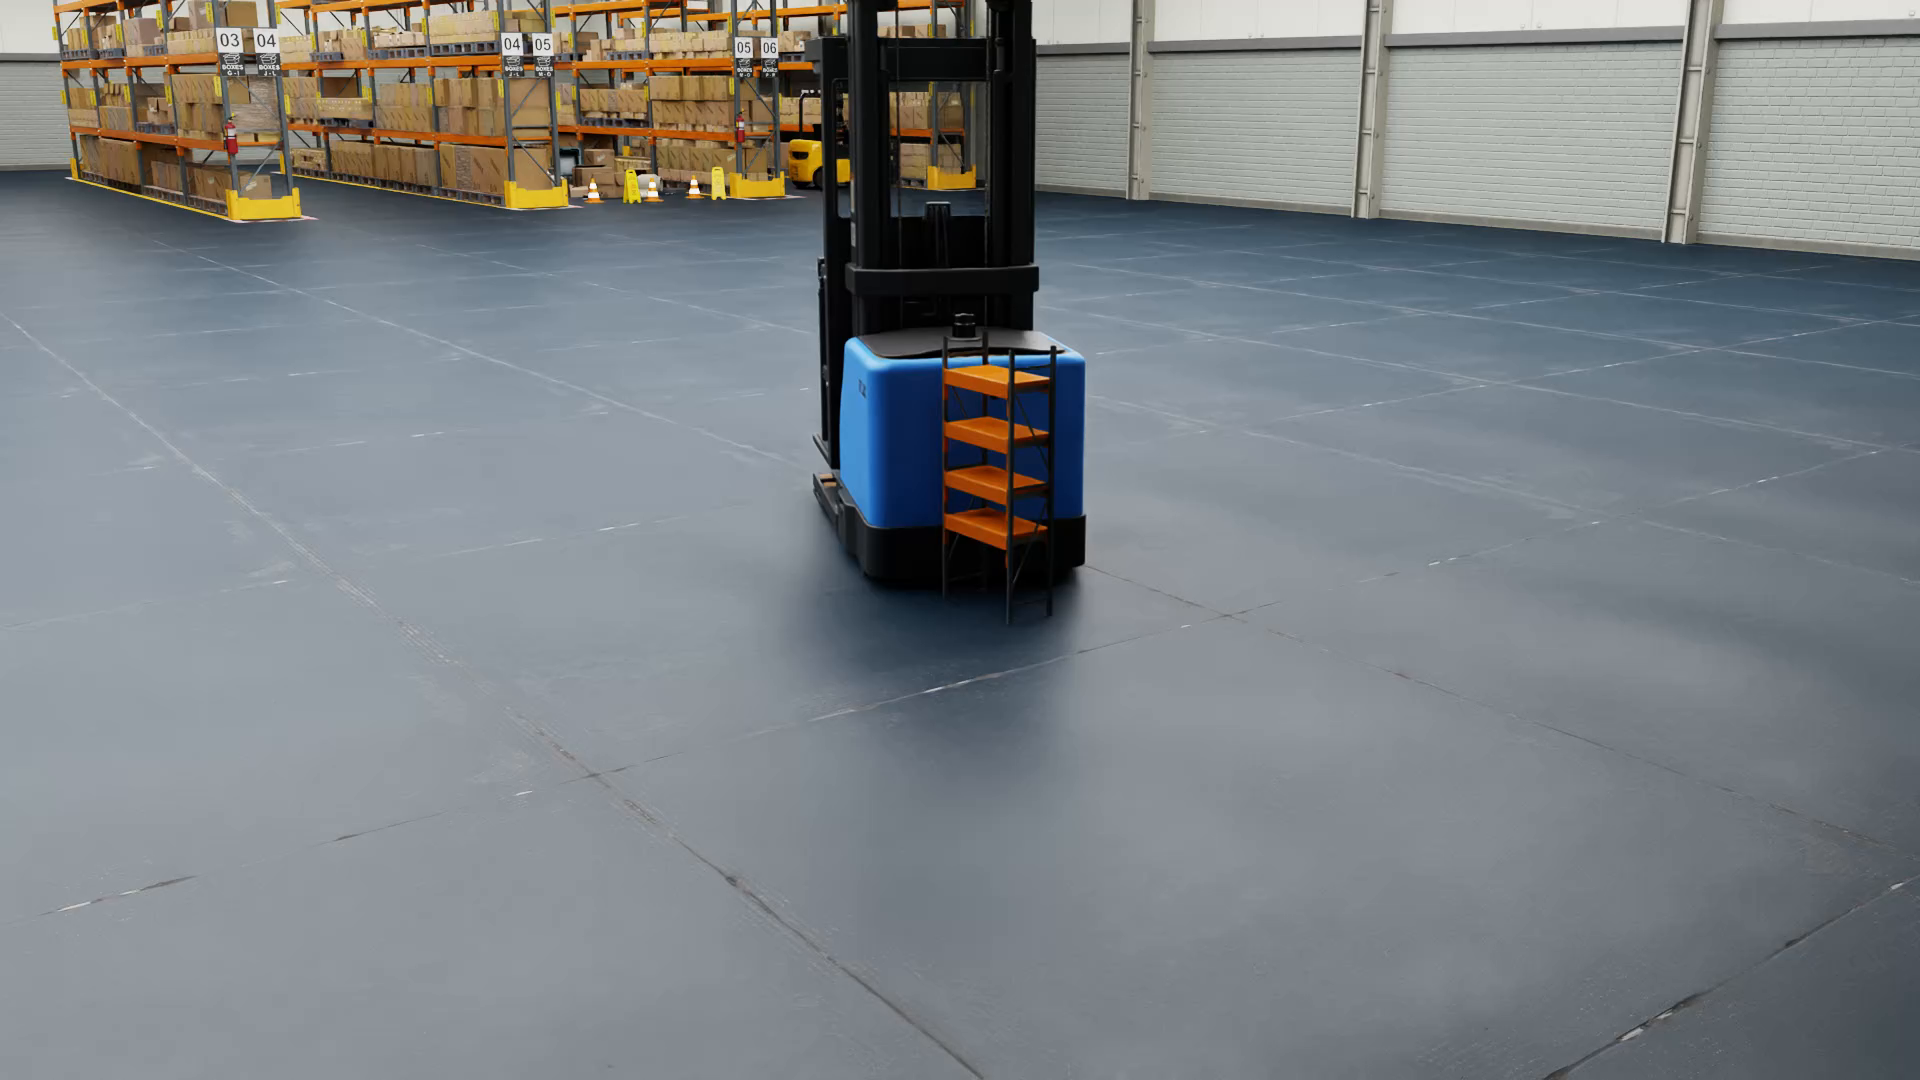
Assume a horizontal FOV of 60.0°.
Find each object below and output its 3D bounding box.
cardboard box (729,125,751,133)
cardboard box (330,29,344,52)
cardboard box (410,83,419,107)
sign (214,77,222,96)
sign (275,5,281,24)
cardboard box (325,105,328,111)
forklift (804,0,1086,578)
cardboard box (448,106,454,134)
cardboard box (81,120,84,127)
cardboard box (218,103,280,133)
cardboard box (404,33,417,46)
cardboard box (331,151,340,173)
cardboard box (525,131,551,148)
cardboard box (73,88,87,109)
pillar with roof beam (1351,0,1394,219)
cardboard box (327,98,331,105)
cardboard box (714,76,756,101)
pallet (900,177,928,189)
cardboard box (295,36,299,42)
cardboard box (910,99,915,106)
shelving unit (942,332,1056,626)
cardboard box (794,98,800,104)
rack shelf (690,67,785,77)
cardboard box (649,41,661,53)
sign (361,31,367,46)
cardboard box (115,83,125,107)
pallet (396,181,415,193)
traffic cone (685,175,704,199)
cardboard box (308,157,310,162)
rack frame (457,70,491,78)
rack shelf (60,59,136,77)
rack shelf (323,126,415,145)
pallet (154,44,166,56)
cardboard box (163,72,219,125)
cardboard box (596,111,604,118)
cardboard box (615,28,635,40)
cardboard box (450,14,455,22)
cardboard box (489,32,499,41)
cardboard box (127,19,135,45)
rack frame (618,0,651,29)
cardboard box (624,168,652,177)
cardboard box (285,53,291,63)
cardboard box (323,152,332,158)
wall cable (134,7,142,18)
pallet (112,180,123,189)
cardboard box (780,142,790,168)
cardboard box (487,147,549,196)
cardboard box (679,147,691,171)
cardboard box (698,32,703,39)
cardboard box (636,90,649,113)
[{"bbox_3d":[-4.603,-8.587,34.743,0.380,0.149,0.250,-10,18,-33],"label":"cardboard box"},{"bbox_3d":[-14.409,-11.783,39.271,0.797,0.503,0.637,-11,19,-35],"label":"cardboard box"},{"bbox_3d":[-11.405,-9.579,35.808,0.700,0.500,0.500,-11,19,-34],"label":"cardboard box"},{"bbox_3d":[-12.687,-7.752,28.426,0.100,0.325,0.005,-11,19,-35],"label":"sign"},{"bbox_3d":[-11.788,-9.076,28.716,0.100,0.325,0.005,-11,19,-35],"label":"sign"},{"bbox_3d":[-15.045,-10.393,39.984,0.380,0.149,0.250,-10,18,-33],"label":"cardboard box"},{"bbox_3d":[-0.208,-1.581,8.800,1.130,2.935,3.031,-3,16,-11],"label":"forklift"},{"bbox_3d":[-9.939,-8.607,34.057,0.875,0.550,0.550,-11,19,-35],"label":"cardboard box"},{"bbox_3d":[-20.787,-9.963,39.772,0.380,0.149,0.250,-11,19,-36],"label":"cardboard box"},{"bbox_3d":[-12.528,-7.436,29.311,0.875,0.500,0.500,-11,19,-35],"label":"cardboard box"},{"bbox_3d":[-11.411,-10.580,35.168,0.500,0.250,0.500,-11,19,-35],"label":"cardboard box"},{"bbox_3d":[-14.991,-9.232,40.563,0.500,0.500,0.500,-10,18,-32],"label":"cardboard box"},{"bbox_3d":[-10.837,-10.281,43.688,0.875,0.875,0.875,-10,18,-33],"label":"cardboard box"},{"bbox_3d":[-20.967,-10.612,39.965,0.500,0.500,0.500,-11,19,-36],"label":"cardboard box"},{"bbox_3d":[3.695,-9.384,25.816,9.100,9.000,0.400,-11,19,-35],"label":"pillar with roof beam"},{"bbox_3d":[-14.889,-10.479,39.735,0.380,0.149,0.250,-11,19,-35],"label":"cardboard box"},{"bbox_3d":[-4.687,-9.410,34.630,0.700,0.500,0.500,-11,19,-36],"label":"cardboard box"},{"bbox_3d":[-0.681,-8.244,38.298,1.003,0.211,1.213,-11,19,-35],"label":"pallet"},{"bbox_3d":[-16.397,-12.538,41.604,0.380,0.149,0.250,-11,19,-35],"label":"cardboard box"},{"bbox_3d":[-0.905,-9.939,37.790,0.380,0.149,0.250,-10,18,-34],"label":"cardboard box"},{"bbox_3d":[0.164,-0.278,7.318,0.258,1.200,0.503,-11,19,-34],"label":"shelving unit"},{"bbox_3d":[-3.924,-10.999,41.663,0.380,0.149,0.250,-11,19,-36],"label":"cardboard box"},{"bbox_3d":[-6.077,-12.668,44.858,1.077,0.370,4.000,-11,19,-35],"label":"rack shelf"},{"bbox_3d":[-6.525,-10.897,36.746,0.500,0.250,0.500,-11,19,-36],"label":"cardboard box"},{"bbox_3d":[-13.299,-11.192,37.124,0.100,0.325,0.005,-11,19,-35],"label":"sign"},{"bbox_3d":[-18.128,-9.804,36.624,0.797,0.503,0.637,-10,18,-33],"label":"cardboard box"},{"bbox_3d":[-11.743,-7.794,36.654,1.003,0.211,1.213,-11,19,-35],"label":"pallet"},{"bbox_3d":[-5.507,-7.329,34.478,0.336,0.463,0.334,-11,19,-35],"label":"traffic cone"},{"bbox_3d":[-16.492,-9.777,42.658,0.380,0.149,0.250,-10,18,-32],"label":"cardboard box"},{"bbox_3d":[-13.618,-12.078,47.022,1.000,3.000,0.127,-11,19,-35],"label":"rack frame"},{"bbox_3d":[-20.458,-11.212,39.541,1.077,0.370,4.000,-11,19,-35],"label":"rack shelf"},{"bbox_3d":[-14.035,-9.660,39.550,1.077,0.370,4.000,-11,19,-35],"label":"rack shelf"},{"bbox_3d":[-14.855,-9.482,32.211,1.213,0.211,1.003,-11,19,-35],"label":"pallet"},{"bbox_3d":[-14.932,-8.660,32.605,1.000,1.000,1.000,-11,19,-34],"label":"cardboard box"},{"bbox_3d":[-8.466,-10.160,39.694,0.380,0.149,0.250,-11,19,-34],"label":"cardboard box"},{"bbox_3d":[-7.624,-11.652,38.326,0.500,0.250,0.500,-10,18,-34],"label":"cardboard box"},{"bbox_3d":[-9.818,-10.284,32.768,0.380,0.149,0.250,-11,19,-35],"label":"cardboard box"},{"bbox_3d":[-8.625,-9.466,31.289,0.380,0.149,0.250,-11,19,-35],"label":"cardboard box"},{"bbox_3d":[-16.567,-10.318,33.775,0.500,0.500,0.500,-11,19,-34],"label":"cardboard box"},{"bbox_3d":[-9.605,-15.743,49.048,1.000,3.000,0.127,-11,19,-35],"label":"rack frame"},{"bbox_3d":[-7.033,-7.871,36.382,0.500,0.500,0.500,1,15,4],"label":"cardboard box"},{"bbox_3d":[-16.886,-12.306,42.457,0.500,0.250,0.500,-12,19,-36],"label":"cardboard box"},{"bbox_3d":[-15.631,-9.584,41.388,0.380,0.149,0.250,-10,18,-33],"label":"cardboard box"},{"bbox_3d":[-22.171,-16.727,46.552,2.277,5.999,0.120,-11,19,-35],"label":"wall cable"},{"bbox_3d":[-18.768,-8.187,38.090,1.003,0.211,1.213,-11,19,-35],"label":"pallet"},{"bbox_3d":[-4.155,-9.924,42.857,0.875,0.625,0.625,-10,18,-33],"label":"cardboard box"},{"bbox_3d":[-8.607,-7.184,32.370,0.875,0.875,0.875,-11,19,-34],"label":"cardboard box"},{"bbox_3d":[-5.806,-8.362,36.439,0.500,0.500,0.500,-10,18,-32],"label":"cardboard box"},{"bbox_3d":[-5.312,-10.686,35.220,0.380,0.149,0.250,-12,19,-36],"label":"cardboard box"},{"bbox_3d":[-7.020,-9.973,37.782,0.500,0.500,0.500,-11,19,-36],"label":"cardboard box"}]
